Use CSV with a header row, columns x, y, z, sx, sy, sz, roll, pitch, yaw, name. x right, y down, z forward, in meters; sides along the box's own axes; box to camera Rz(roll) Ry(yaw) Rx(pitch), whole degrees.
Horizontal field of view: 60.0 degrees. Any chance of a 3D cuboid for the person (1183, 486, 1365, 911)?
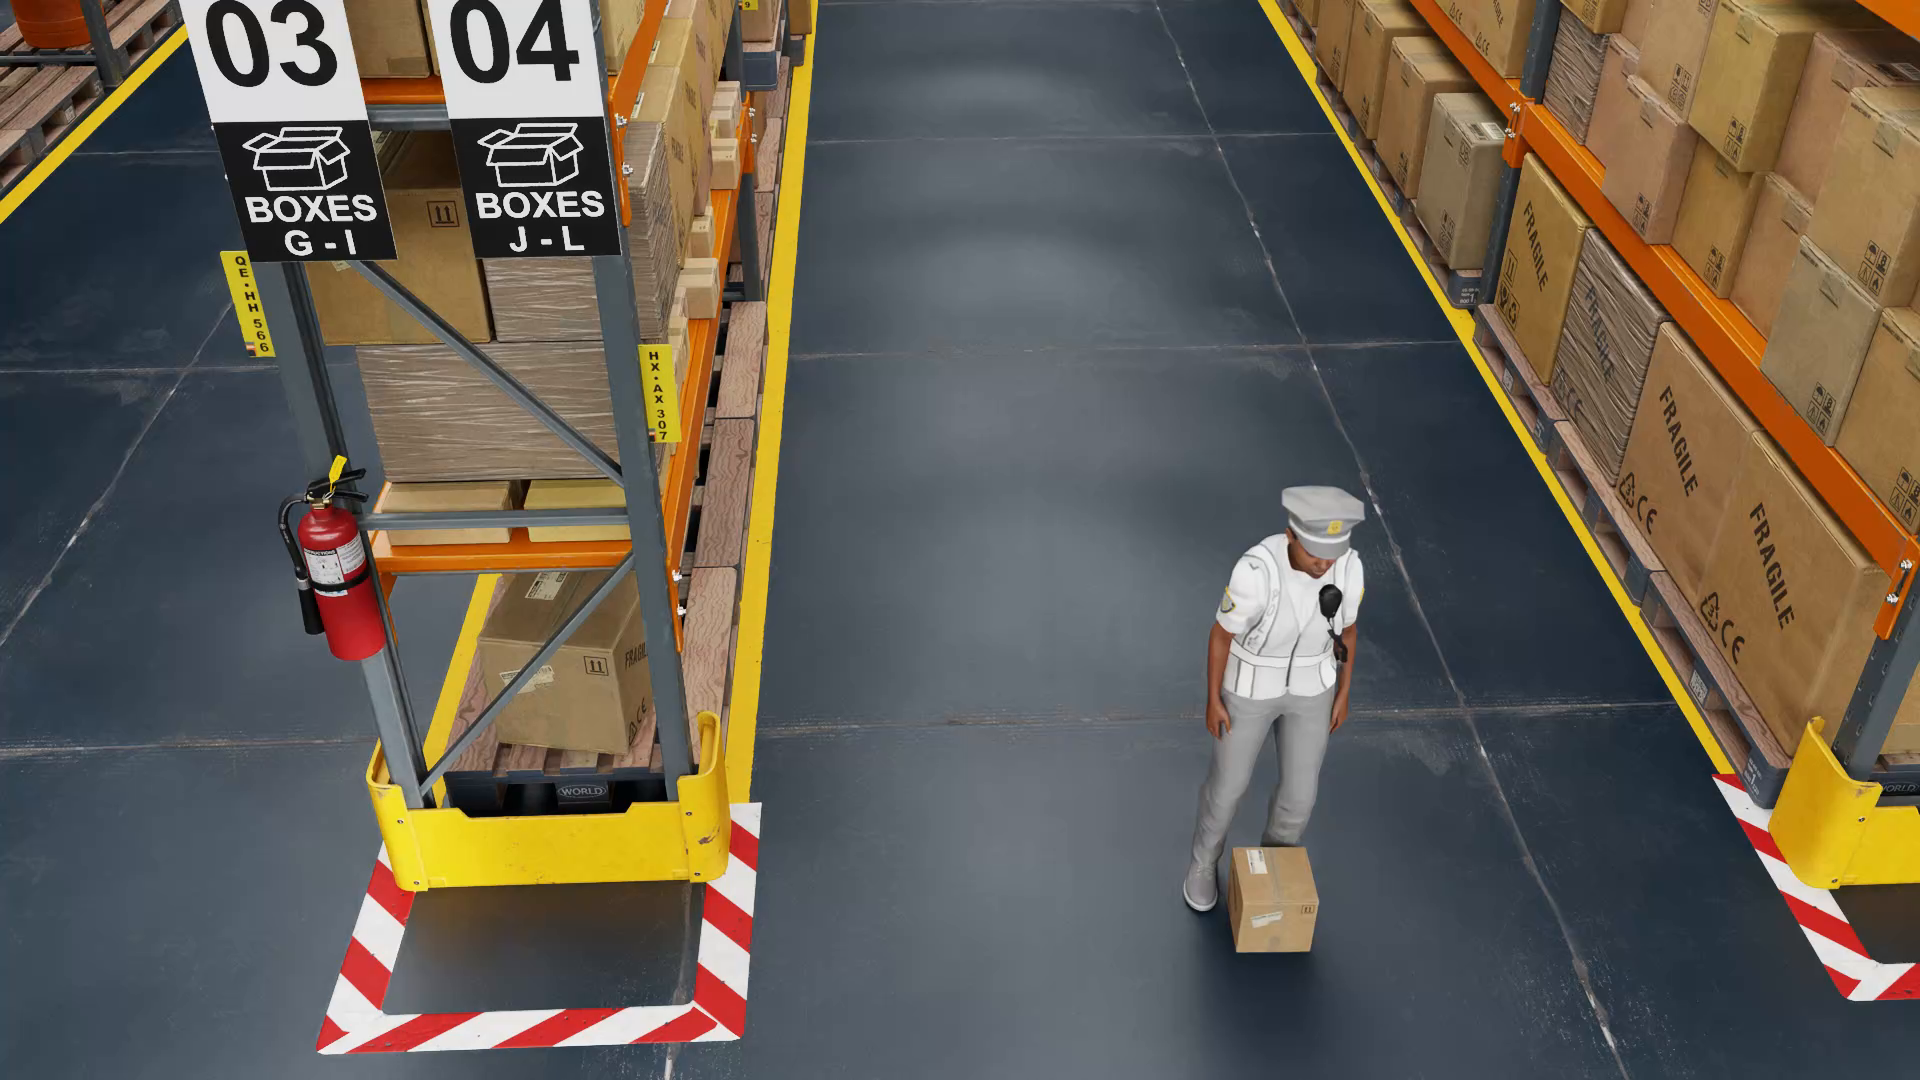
x,y,z,sx,sy,sz,roll,pitch,yaw,name
1.032,0.520,5.418,0.514,1.656,0.426,-3,36,-4,person
